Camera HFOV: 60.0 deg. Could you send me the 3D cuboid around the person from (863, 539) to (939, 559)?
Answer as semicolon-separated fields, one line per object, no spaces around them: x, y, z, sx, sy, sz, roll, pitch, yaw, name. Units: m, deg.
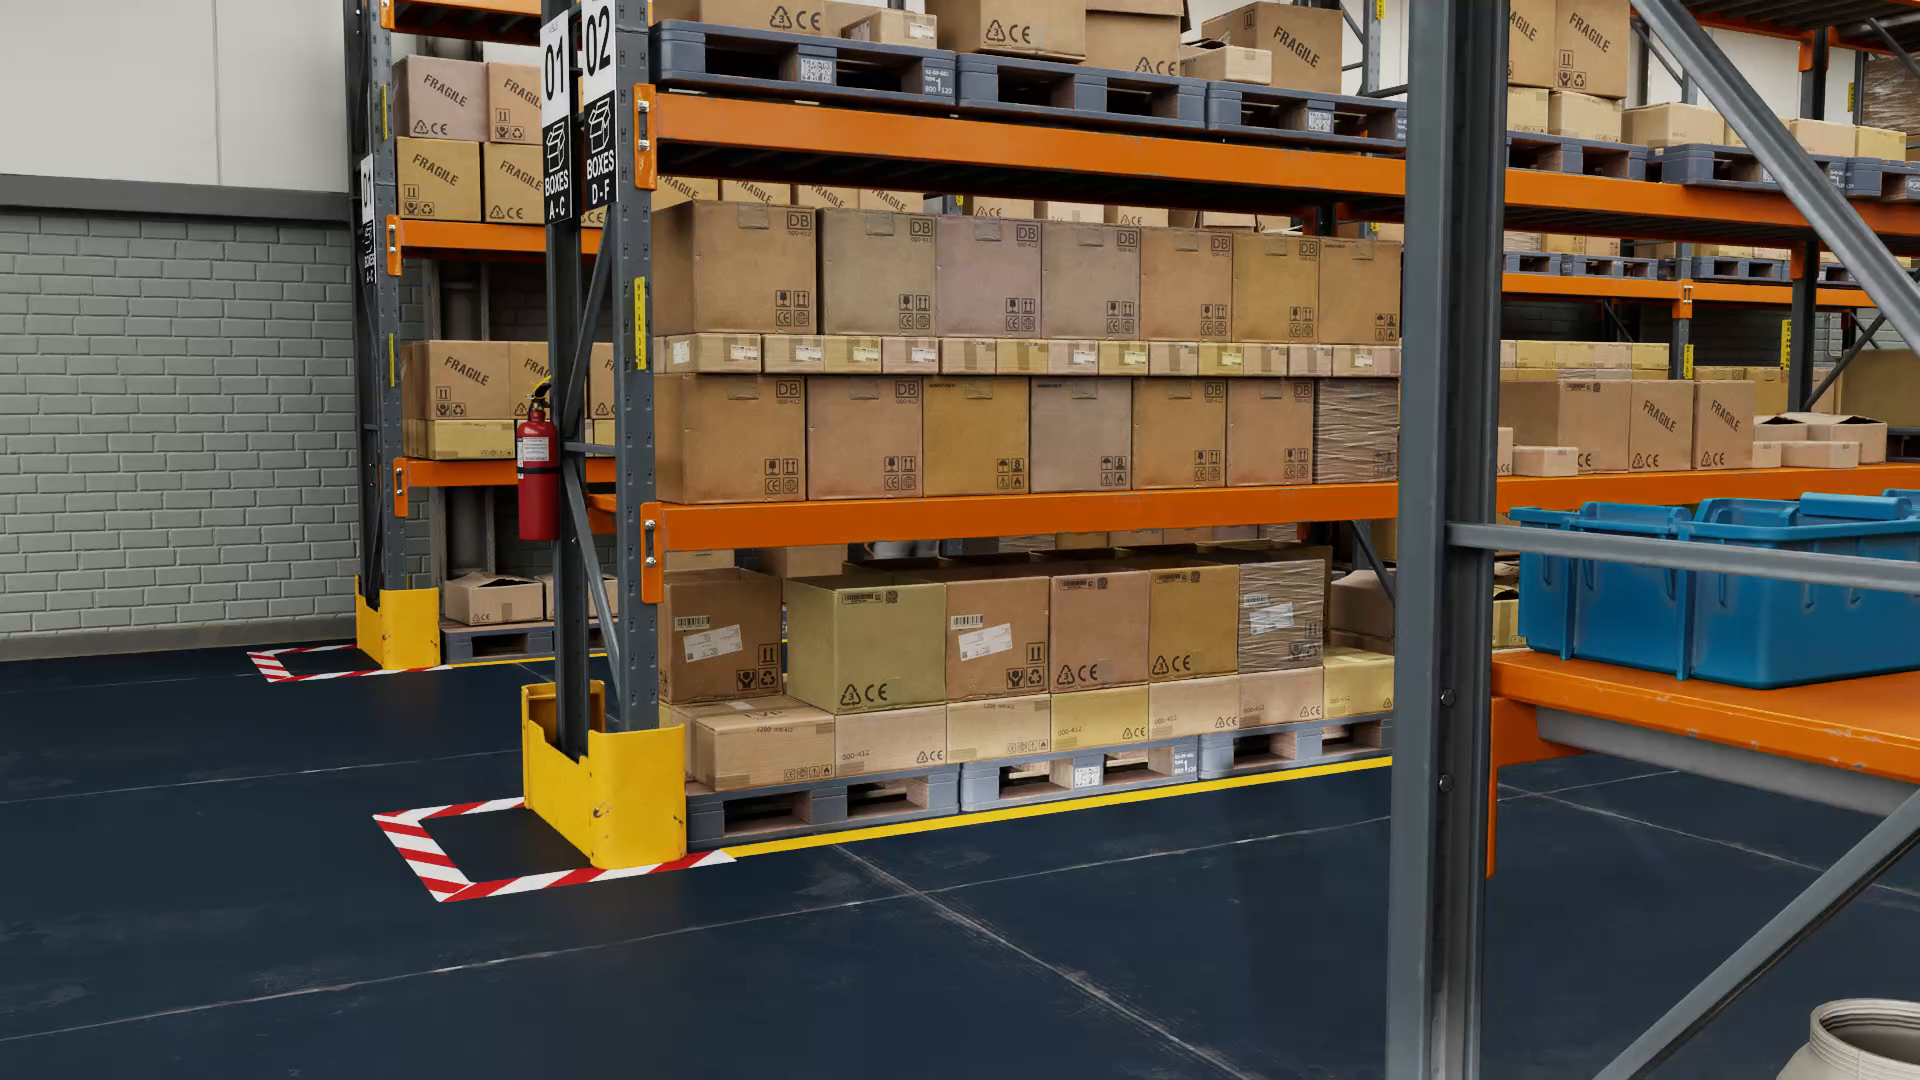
-0.344;-0.082;10.639;0.606;1.748;0.435;-3;6;-32;person
